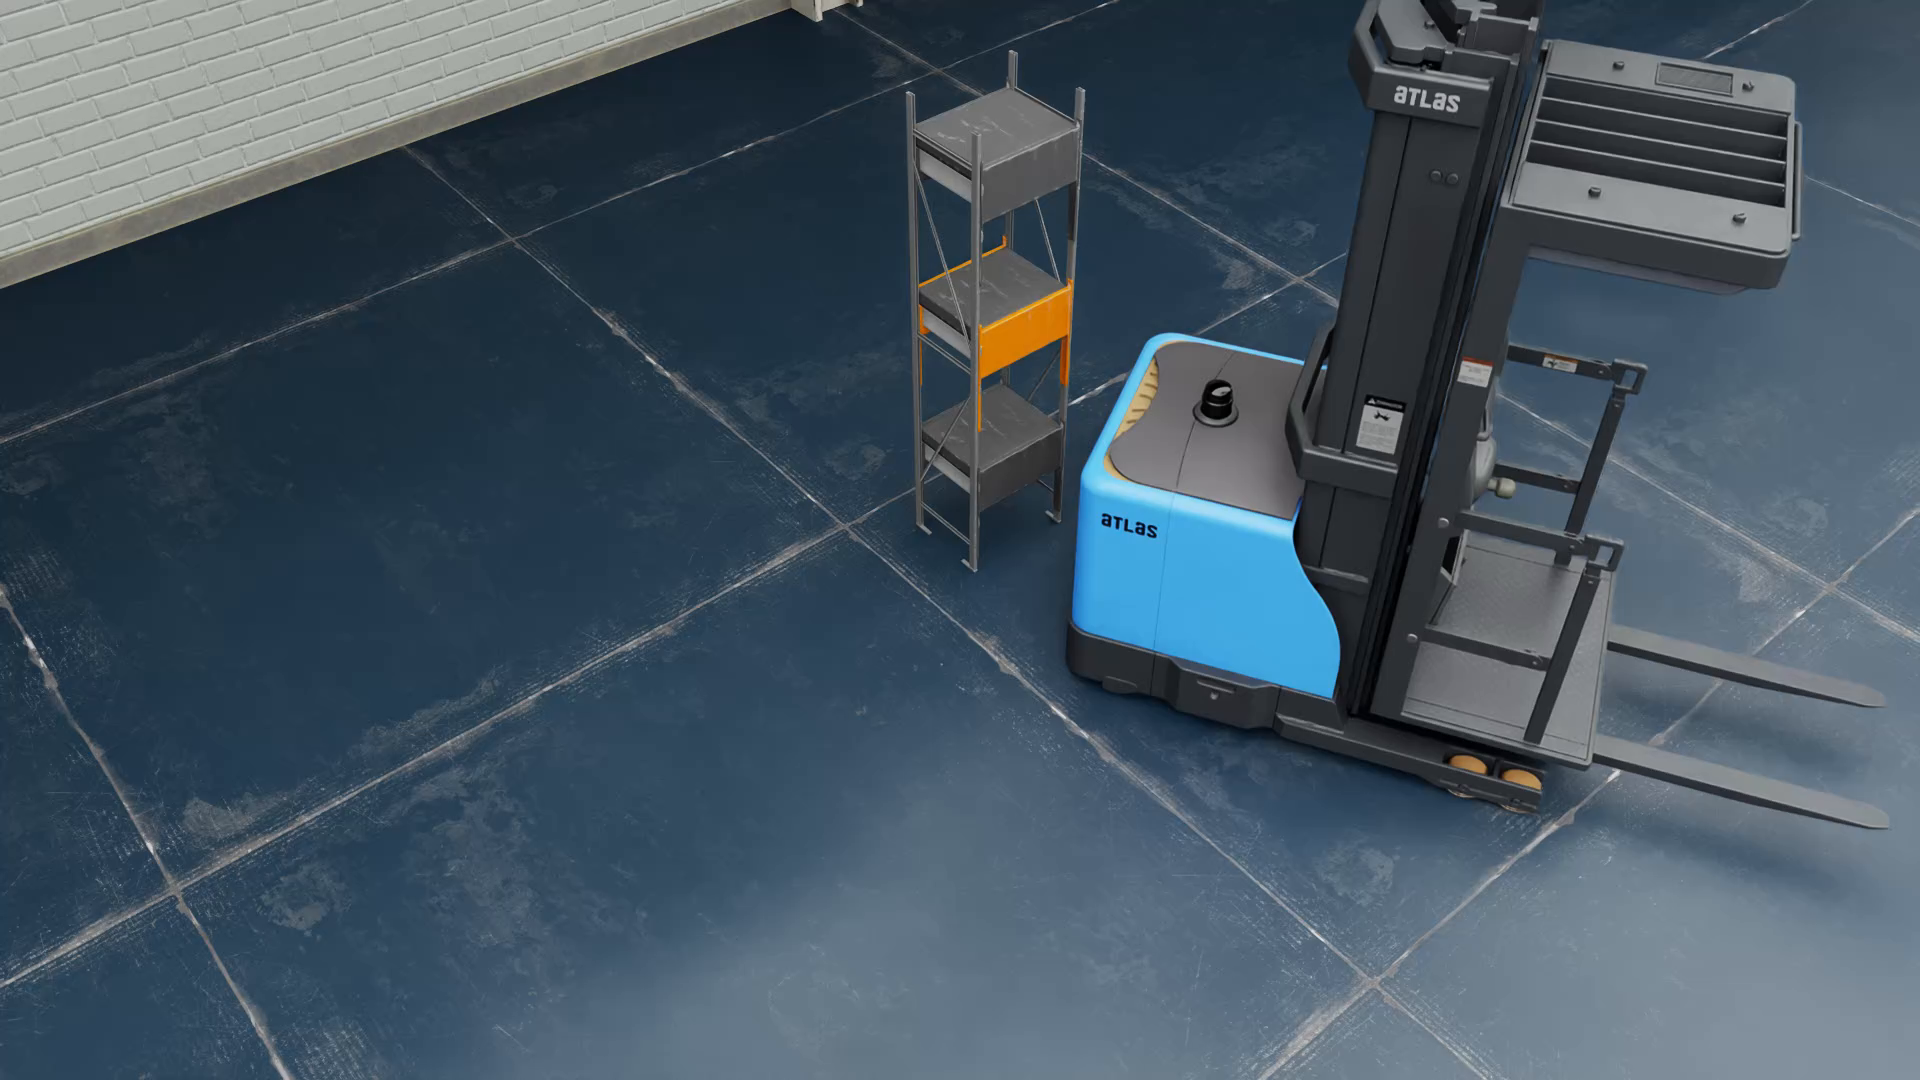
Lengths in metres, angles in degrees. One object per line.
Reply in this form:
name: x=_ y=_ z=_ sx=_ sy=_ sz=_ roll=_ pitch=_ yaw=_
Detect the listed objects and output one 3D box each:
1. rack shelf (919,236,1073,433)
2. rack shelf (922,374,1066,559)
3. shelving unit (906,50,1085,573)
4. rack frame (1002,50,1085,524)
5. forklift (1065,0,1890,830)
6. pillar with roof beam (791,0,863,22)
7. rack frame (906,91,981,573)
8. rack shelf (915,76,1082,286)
rack shelf: x=0.127 y=-0.828 z=6.672 sx=0.480 sy=0.518 sz=0.431 roll=-30 pitch=51 yaw=-28
rack shelf: x=0.127 y=-0.318 z=7.151 sx=0.480 sy=0.518 sz=0.431 roll=-30 pitch=51 yaw=-28
shelving unit: x=0.127 y=-0.838 z=6.662 sx=0.503 sy=2.100 sz=0.431 roll=-30 pitch=51 yaw=-28
rack frame: x=0.314 y=-0.945 z=6.776 sx=0.015 sy=2.100 sz=0.400 roll=-30 pitch=51 yaw=-28
forklift: x=1.995 y=-0.465 z=5.657 sx=3.031 sy=2.935 sz=1.130 roll=15 pitch=45 yaw=15
pillar with roof beam: x=1.868 y=-4.594 z=5.621 sx=0.400 sy=9.000 sz=9.100 roll=-30 pitch=51 yaw=-28
rack frame: x=-0.060 y=-0.731 z=6.548 sx=0.015 sy=2.100 sz=0.400 roll=-30 pitch=51 yaw=-28
rack shelf: x=0.127 y=-1.338 z=6.192 sx=0.480 sy=0.518 sz=0.431 roll=-30 pitch=51 yaw=-28
